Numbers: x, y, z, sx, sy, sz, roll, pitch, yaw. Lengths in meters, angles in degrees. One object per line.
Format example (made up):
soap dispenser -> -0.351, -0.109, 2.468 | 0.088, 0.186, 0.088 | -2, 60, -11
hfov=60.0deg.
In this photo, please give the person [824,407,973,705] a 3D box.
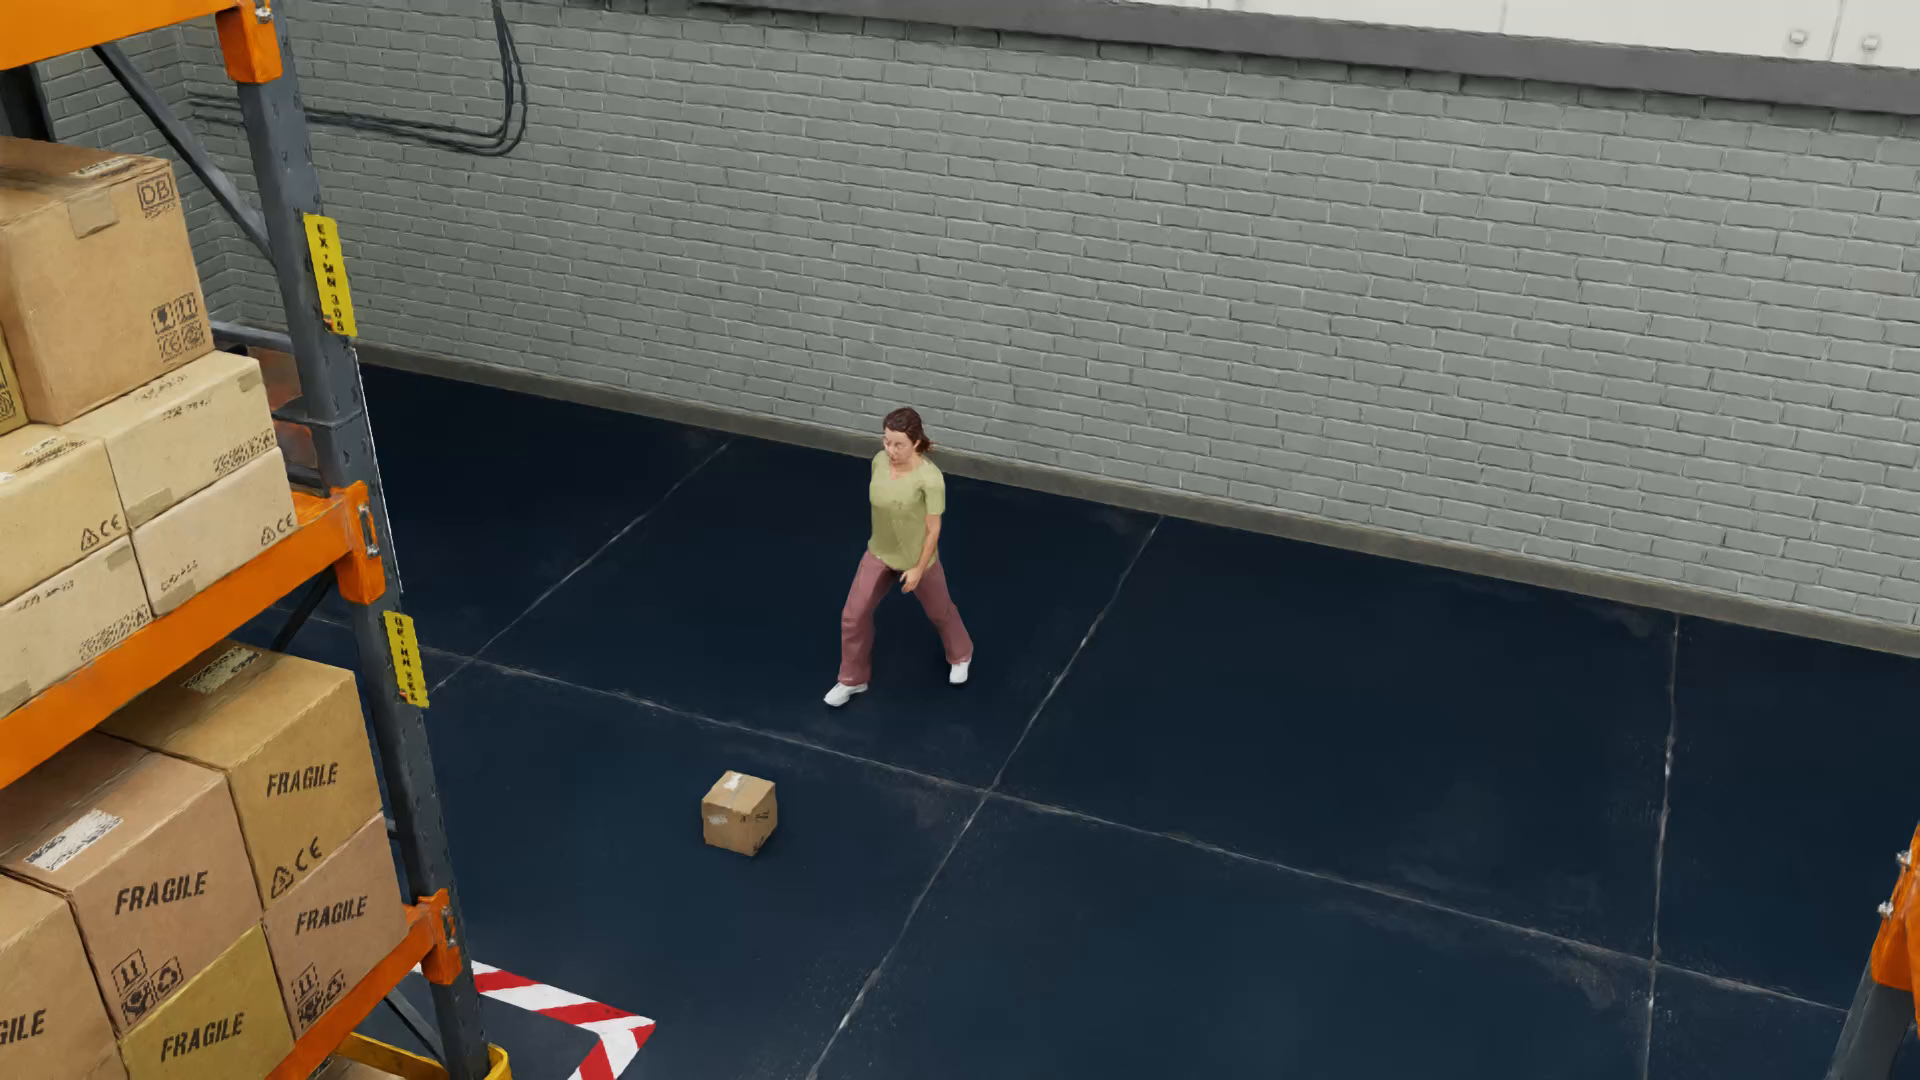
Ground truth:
person -> -0.287, 0.061, 8.312 | 0.534, 1.632, 0.788 | 17, 34, 27
